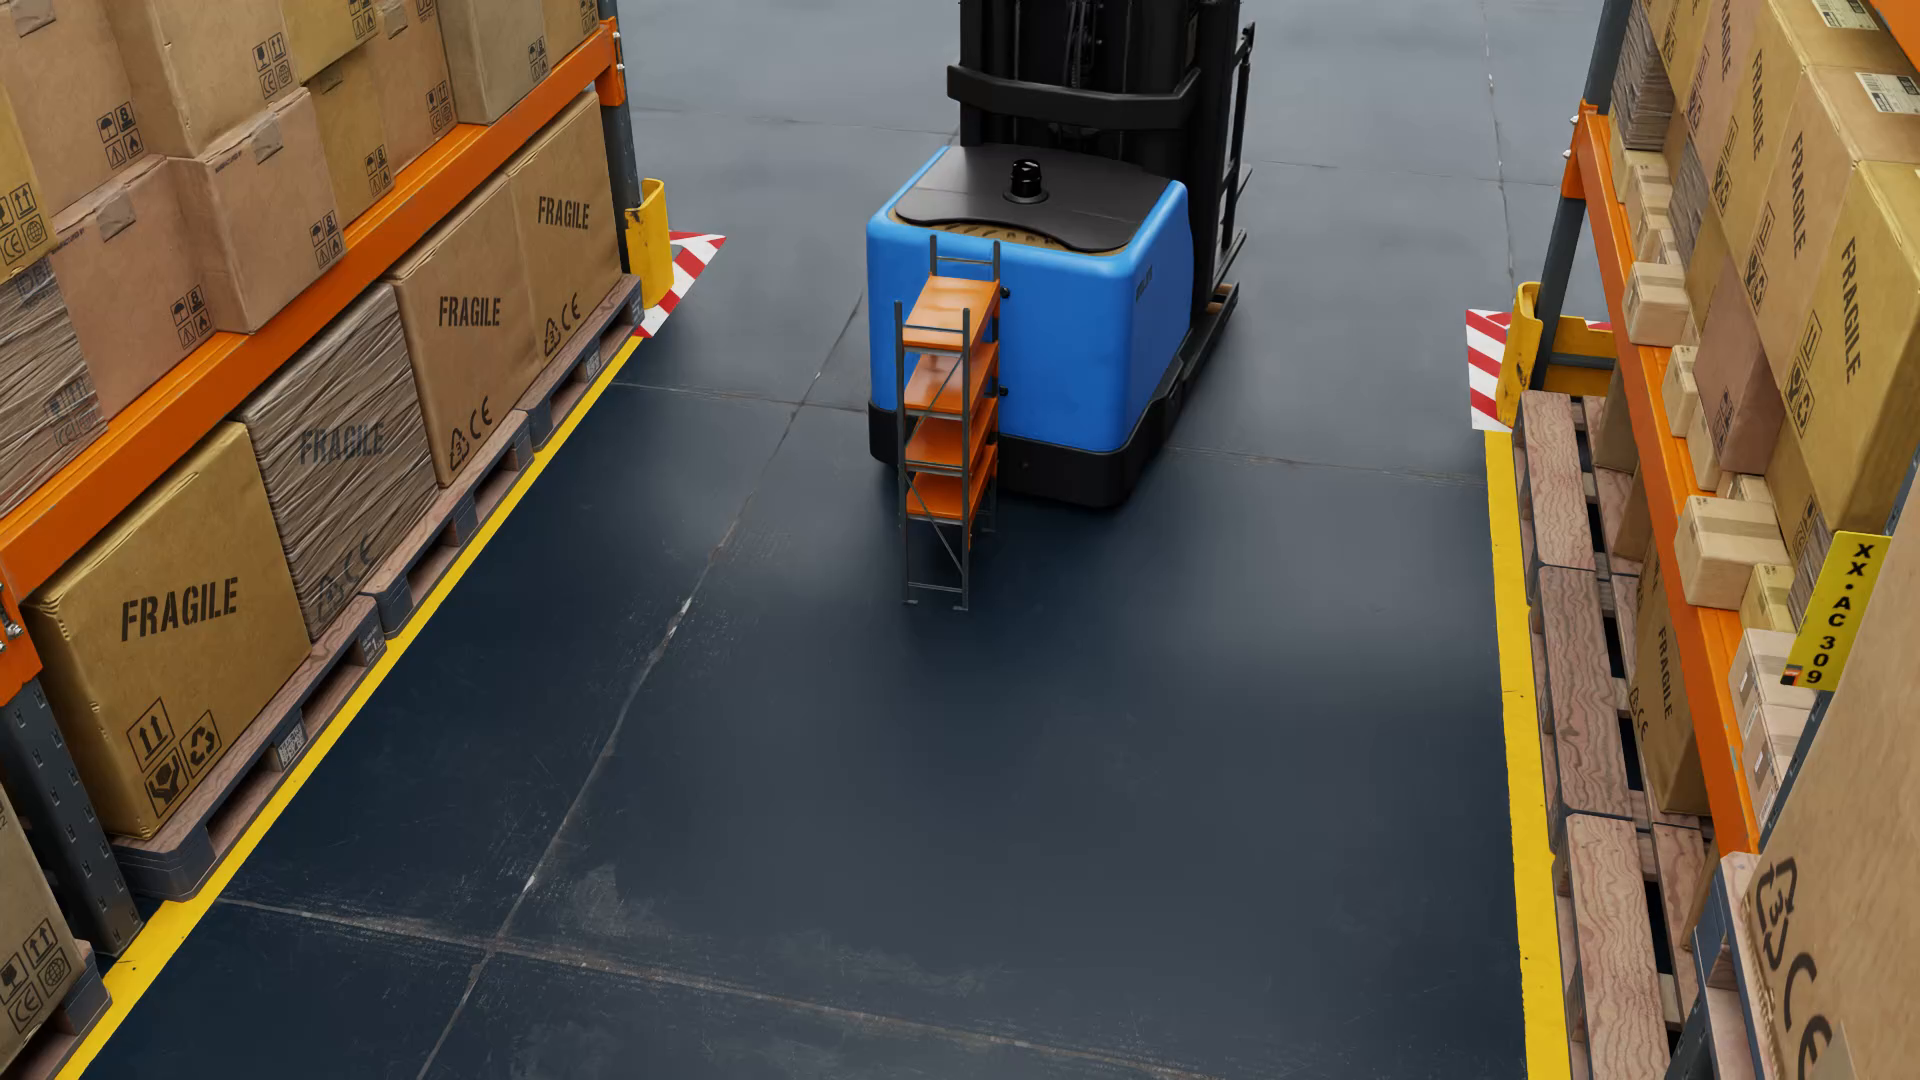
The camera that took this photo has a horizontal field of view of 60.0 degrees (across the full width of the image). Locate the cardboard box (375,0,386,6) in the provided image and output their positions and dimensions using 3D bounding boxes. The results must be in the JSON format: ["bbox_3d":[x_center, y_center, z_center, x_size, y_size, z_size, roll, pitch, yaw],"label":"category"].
[{"bbox_3d":[-2.362,-2.094,5.536,0.875,0.550,0.550,7,37,10],"label":"cardboard box"}]

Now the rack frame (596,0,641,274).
[{"bbox_3d":[-1.966,-2.435,7.054,1.000,3.000,0.127,7,37,10],"label":"rack frame"}]

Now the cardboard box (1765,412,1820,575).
[{"bbox_3d":[2.302,-0.156,3.570,0.875,0.500,0.500,7,37,10],"label":"cardboard box"}]

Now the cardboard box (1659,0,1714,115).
[{"bbox_3d":[2.255,-1.467,4.528,0.500,0.500,0.500,7,37,10],"label":"cardboard box"}]

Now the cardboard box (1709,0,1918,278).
[{"bbox_3d":[2.044,-0.894,3.737,0.500,0.500,0.500,7,37,10],"label":"cardboard box"}]

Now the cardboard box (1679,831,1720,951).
[{"bbox_3d":[2.243,0.826,4.326,0.500,0.500,0.500,19,40,24],"label":"cardboard box"}]

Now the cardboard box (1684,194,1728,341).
[{"bbox_3d":[2.457,-0.736,4.371,0.875,0.500,0.500,7,37,10],"label":"cardboard box"}]

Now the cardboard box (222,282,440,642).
[{"bbox_3d":[-2.429,-0.321,5.589,0.875,0.875,0.875,8,37,10],"label":"cardboard box"}]

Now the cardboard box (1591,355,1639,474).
[{"bbox_3d":[2.709,-0.557,6.235,0.500,0.500,0.500,14,38,19],"label":"cardboard box"}]

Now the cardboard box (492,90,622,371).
[{"bbox_3d":[-2.046,-1.348,7.006,0.875,0.875,0.875,8,37,10],"label":"cardboard box"}]

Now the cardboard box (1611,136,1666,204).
[{"bbox_3d":[2.424,-1.238,5.616,0.380,0.149,0.250,7,37,10],"label":"cardboard box"}]

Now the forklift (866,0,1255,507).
[{"bbox_3d":[0.639,-2.173,6.750,1.130,2.935,3.031,13,38,17],"label":"forklift"}]

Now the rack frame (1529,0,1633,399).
[{"bbox_3d":[2.858,-1.755,6.116,1.000,3.000,0.127,7,37,10],"label":"rack frame"}]

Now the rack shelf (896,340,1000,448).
[{"bbox_3d":[-0.035,-0.518,5.675,0.258,0.148,0.480,7,37,10],"label":"rack shelf"}]

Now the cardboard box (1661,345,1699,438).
[{"bbox_3d":[2.097,-0.379,4.431,0.380,0.149,0.250,7,37,10],"label":"cardboard box"}]

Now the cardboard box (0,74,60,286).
[{"bbox_3d":[-2.708,-0.847,3.815,0.875,0.550,0.550,7,37,10],"label":"cardboard box"}]

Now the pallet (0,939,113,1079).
[{"bbox_3d":[-2.911,1.439,4.085,1.003,0.211,1.213,7,37,10],"label":"pallet"}]

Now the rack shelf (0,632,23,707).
[{"bbox_3d":[-3.247,1.296,2.519,1.077,0.370,4.000,7,37,10],"label":"rack shelf"}]

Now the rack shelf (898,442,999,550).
[{"bbox_3d":[-0.035,-0.176,5.923,0.258,0.148,0.480,7,37,10],"label":"rack shelf"}]

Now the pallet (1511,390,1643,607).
[{"bbox_3d":[2.634,-0.121,6.238,1.003,0.211,1.213,7,37,10],"label":"pallet"}]

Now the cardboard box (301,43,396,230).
[{"bbox_3d":[-2.412,-1.345,5.422,0.875,0.550,0.500,7,37,10],"label":"cardboard box"}]

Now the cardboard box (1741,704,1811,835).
[{"bbox_3d":[1.763,0.479,3.247,0.380,0.149,0.250,7,37,10],"label":"cardboard box"}]

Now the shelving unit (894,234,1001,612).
[{"bbox_3d":[-0.035,-0.391,5.767,0.258,1.200,0.503,7,37,10],"label":"shelving unit"}]

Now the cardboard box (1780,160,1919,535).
[{"bbox_3d":[1.831,-0.321,2.945,0.500,0.500,0.500,7,37,10],"label":"cardboard box"}]

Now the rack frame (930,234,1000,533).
[{"bbox_3d":[0.017,-0.531,5.960,0.240,1.200,0.015,7,37,10],"label":"rack frame"}]

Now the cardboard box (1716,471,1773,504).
[{"bbox_3d":[2.064,-0.083,4.022,0.380,0.149,0.250,7,37,10],"label":"cardboard box"}]

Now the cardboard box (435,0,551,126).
[{"bbox_3d":[-2.097,-1.959,6.270,0.875,0.550,0.550,7,37,10],"label":"cardboard box"}]

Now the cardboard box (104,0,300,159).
[{"bbox_3d":[-2.454,-1.469,4.673,0.875,0.550,0.550,7,37,10],"label":"cardboard box"}]

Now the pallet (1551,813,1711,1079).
[{"bbox_3d":[2.113,1.277,4.308,1.003,0.211,1.213,7,37,10],"label":"pallet"}]

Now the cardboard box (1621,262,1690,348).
[{"bbox_3d":[2.149,-0.672,4.836,0.380,0.149,0.250,7,37,10],"label":"cardboard box"}]

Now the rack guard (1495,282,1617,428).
[{"bbox_3d":[2.842,-0.700,6.789,1.175,0.500,0.348,7,37,10],"label":"rack guard"}]

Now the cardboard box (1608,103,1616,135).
[{"bbox_3d":[2.564,-1.520,6.006,0.380,0.149,0.250,7,37,10],"label":"cardboard box"}]

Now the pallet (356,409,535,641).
[{"bbox_3d":[-2.323,-0.140,6.264,1.003,0.211,1.213,7,37,10],"label":"pallet"}]

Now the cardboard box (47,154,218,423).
[{"bbox_3d":[-2.658,-0.734,4.579,0.875,0.550,0.550,7,37,10],"label":"cardboard box"}]

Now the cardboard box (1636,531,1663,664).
[{"bbox_3d":[2.462,0.146,5.265,0.500,0.500,0.500,11,37,14],"label":"cardboard box"}]

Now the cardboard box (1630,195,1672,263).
[{"bbox_3d":[2.331,-0.949,5.218,0.380,0.149,0.250,7,37,10],"label":"cardboard box"}]

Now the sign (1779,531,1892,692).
[{"bbox_3d":[1.472,0.124,2.786,0.100,0.325,0.005,7,37,10],"label":"sign"}]

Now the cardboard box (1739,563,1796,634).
[{"bbox_3d":[1.937,0.201,3.630,0.380,0.149,0.250,7,37,10],"label":"cardboard box"}]

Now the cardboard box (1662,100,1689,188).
[{"bbox_3d":[2.724,-1.303,5.153,0.875,0.500,0.500,7,37,10],"label":"cardboard box"}]
